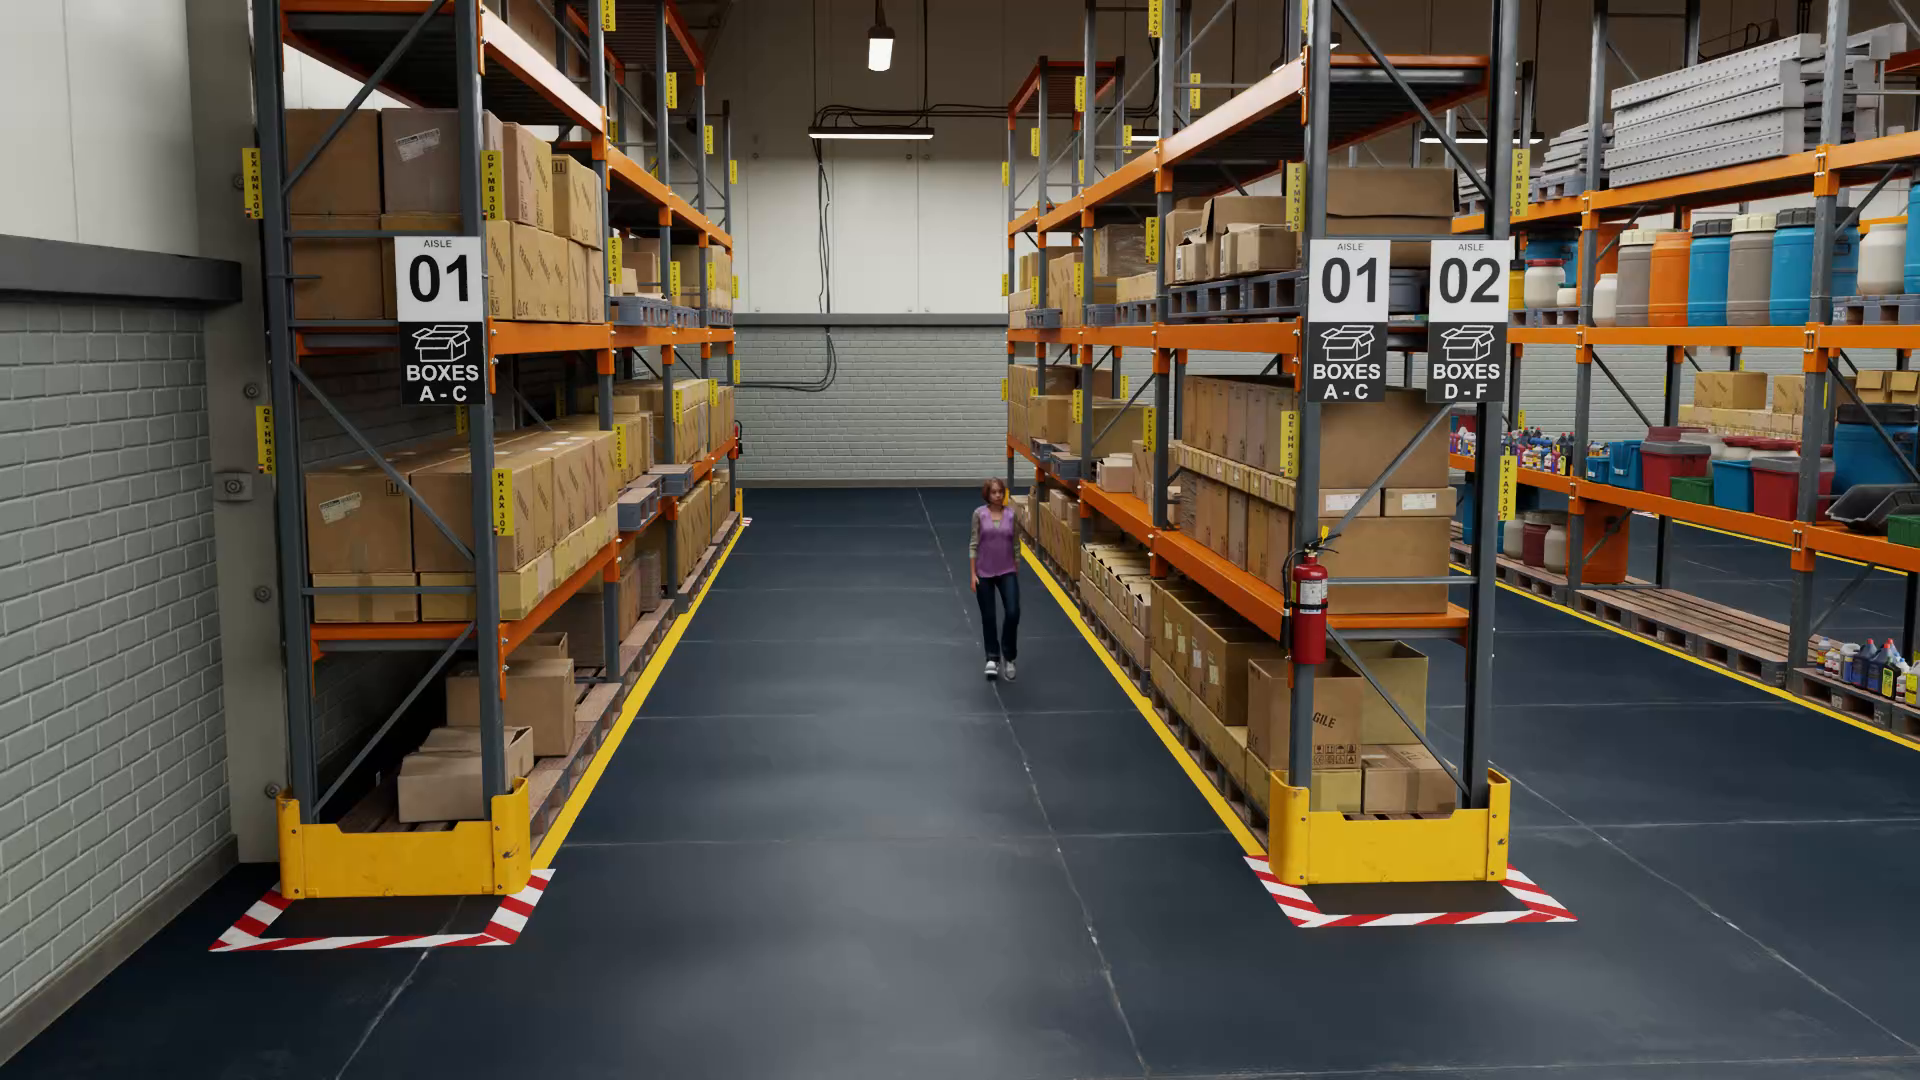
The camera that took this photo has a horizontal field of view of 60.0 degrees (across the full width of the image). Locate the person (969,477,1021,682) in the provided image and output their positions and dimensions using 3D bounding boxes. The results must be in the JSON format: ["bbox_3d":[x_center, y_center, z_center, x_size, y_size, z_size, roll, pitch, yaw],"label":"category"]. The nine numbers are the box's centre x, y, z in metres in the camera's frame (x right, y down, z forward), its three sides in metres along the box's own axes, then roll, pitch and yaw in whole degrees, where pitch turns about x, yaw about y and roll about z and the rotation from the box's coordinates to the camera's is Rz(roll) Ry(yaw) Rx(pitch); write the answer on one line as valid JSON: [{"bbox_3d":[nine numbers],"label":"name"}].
[{"bbox_3d":[0.283,0.310,13.230,0.427,1.626,0.463,0,7,-4],"label":"person"}]
